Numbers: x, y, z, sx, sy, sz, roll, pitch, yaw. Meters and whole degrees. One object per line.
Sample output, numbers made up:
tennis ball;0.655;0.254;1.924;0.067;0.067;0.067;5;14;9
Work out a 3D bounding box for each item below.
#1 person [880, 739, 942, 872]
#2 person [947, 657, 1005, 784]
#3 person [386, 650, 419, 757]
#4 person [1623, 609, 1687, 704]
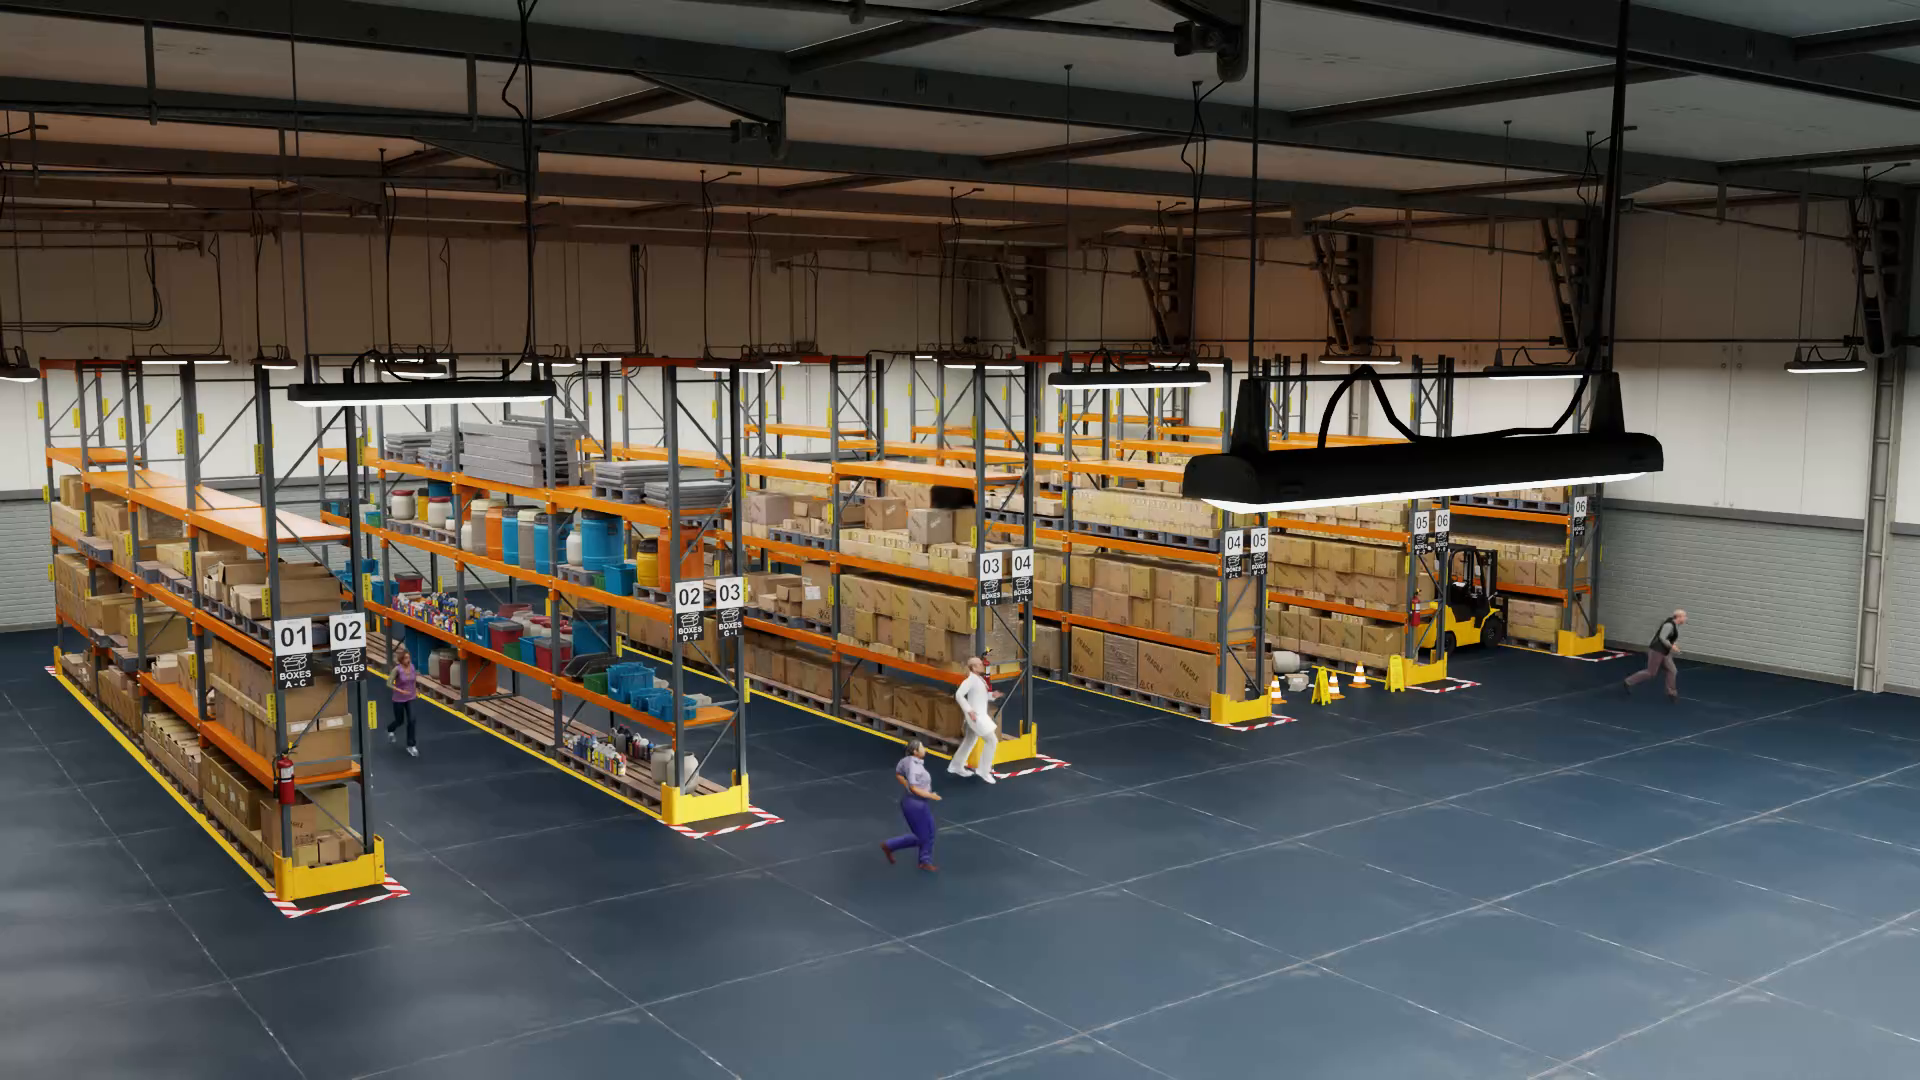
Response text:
person;-0.595;3.182;19.817;0.750;1.645;0.615;-1;7;-10
person;0.229;2.594;23.878;0.836;1.843;0.673;0;7;-2
person;-8.584;2.475;25.611;0.921;1.592;0.564;6;9;42
person;12.243;2.023;29.304;1.009;1.678;0.696;4;8;28
